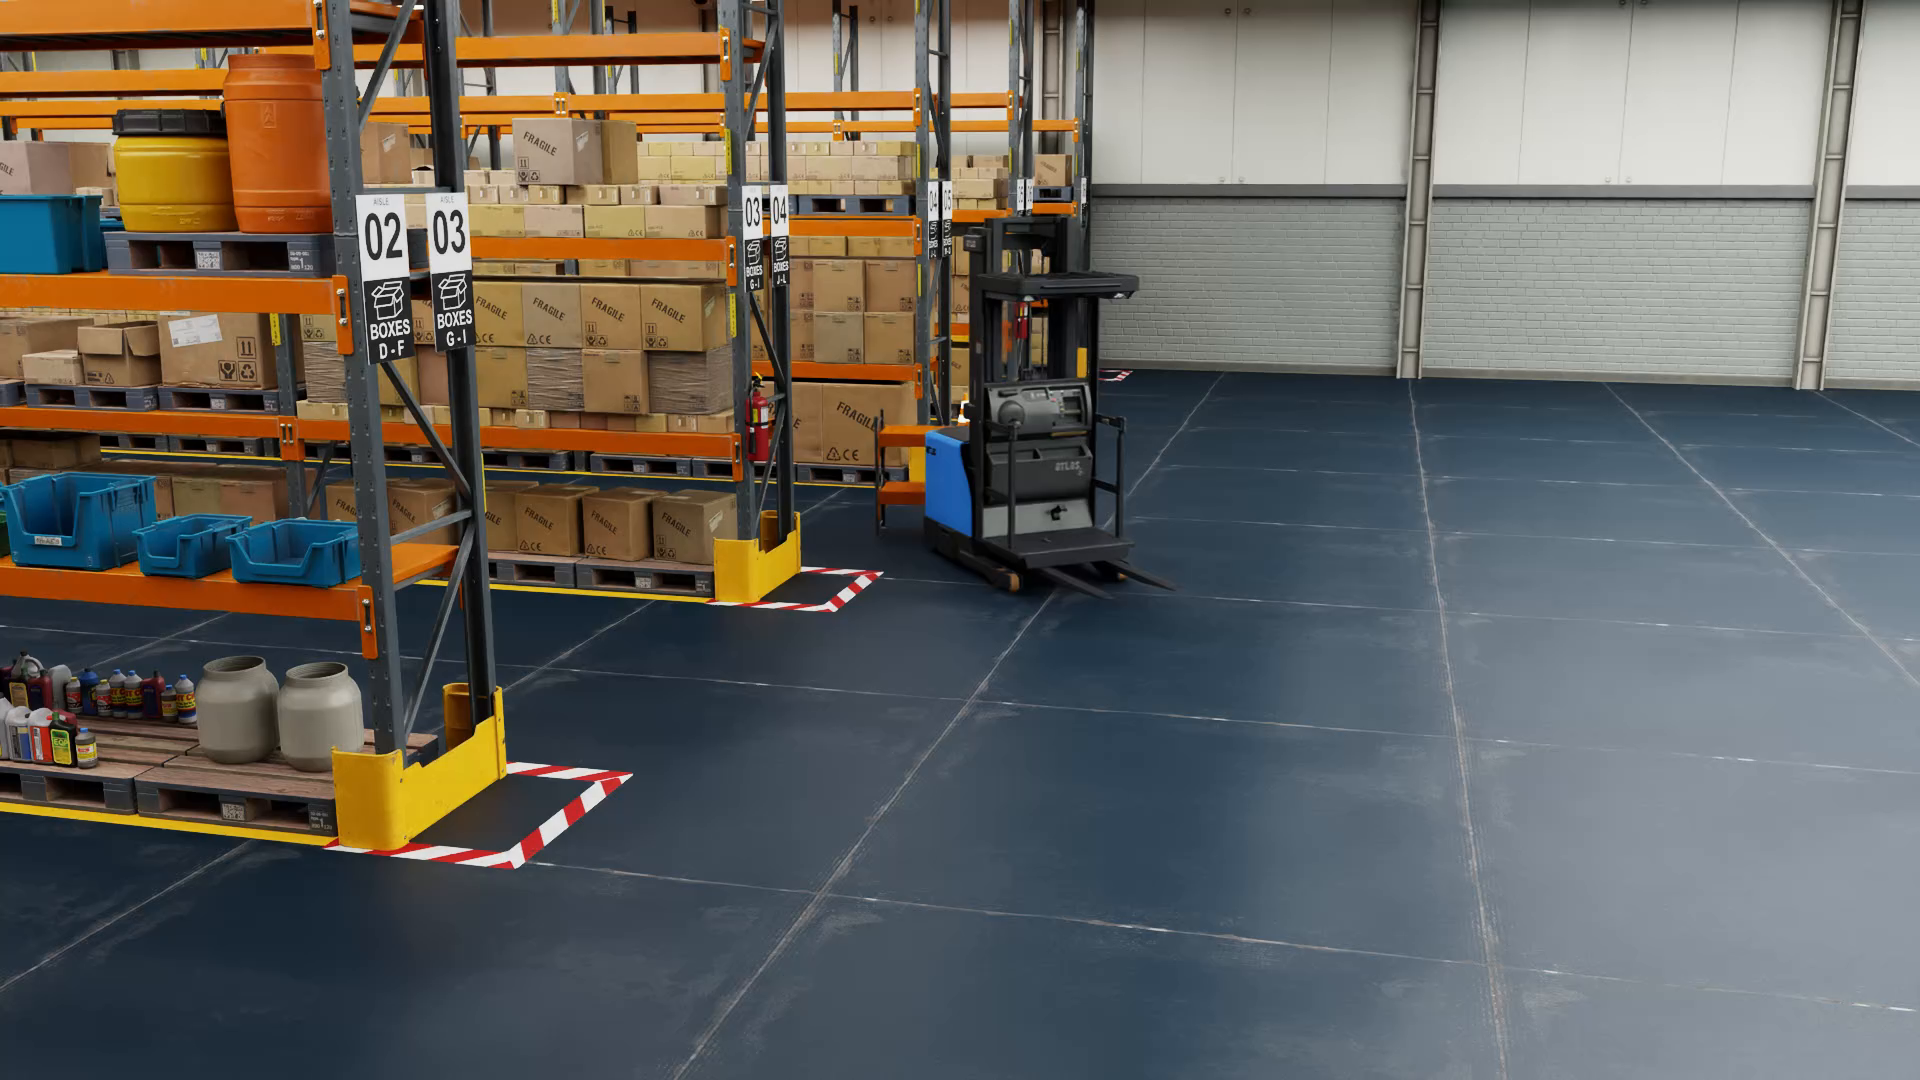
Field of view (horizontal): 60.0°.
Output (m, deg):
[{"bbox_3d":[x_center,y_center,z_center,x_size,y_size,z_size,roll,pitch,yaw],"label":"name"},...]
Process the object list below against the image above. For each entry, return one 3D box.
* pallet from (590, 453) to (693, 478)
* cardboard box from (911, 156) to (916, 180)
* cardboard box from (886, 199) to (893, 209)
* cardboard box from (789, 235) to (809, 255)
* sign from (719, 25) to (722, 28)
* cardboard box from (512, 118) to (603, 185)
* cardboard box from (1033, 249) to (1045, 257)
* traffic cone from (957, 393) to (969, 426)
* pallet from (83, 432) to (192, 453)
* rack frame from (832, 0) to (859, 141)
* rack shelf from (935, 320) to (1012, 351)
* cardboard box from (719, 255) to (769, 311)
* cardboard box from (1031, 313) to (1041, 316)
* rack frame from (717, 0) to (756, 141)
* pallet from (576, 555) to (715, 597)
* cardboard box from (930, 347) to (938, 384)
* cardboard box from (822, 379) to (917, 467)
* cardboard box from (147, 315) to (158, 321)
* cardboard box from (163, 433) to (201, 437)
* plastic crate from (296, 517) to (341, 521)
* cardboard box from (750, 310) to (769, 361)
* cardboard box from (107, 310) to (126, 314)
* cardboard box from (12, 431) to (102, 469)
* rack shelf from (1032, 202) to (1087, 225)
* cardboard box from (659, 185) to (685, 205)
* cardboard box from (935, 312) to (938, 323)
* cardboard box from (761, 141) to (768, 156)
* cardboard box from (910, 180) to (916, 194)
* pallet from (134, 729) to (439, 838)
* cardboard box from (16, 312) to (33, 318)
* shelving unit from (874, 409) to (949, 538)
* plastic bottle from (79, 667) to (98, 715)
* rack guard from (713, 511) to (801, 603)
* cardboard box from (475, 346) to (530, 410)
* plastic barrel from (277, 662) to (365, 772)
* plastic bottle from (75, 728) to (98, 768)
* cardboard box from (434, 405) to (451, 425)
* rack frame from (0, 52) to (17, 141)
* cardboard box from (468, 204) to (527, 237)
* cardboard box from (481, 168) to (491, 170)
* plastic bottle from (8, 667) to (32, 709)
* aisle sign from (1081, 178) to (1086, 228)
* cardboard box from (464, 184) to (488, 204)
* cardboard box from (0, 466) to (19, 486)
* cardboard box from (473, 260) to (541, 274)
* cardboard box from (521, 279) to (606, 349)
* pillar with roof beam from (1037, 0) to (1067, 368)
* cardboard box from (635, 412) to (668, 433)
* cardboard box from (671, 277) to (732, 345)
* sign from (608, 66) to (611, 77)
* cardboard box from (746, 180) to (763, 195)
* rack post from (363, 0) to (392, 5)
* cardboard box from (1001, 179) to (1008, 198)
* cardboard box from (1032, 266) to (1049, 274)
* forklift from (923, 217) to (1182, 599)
[{"bbox_3d":[-3.440,-0.921,18.913,1.213,0.211,1.003,3,13,14],"label":"pallet"},{"bbox_3d":[-0.684,-4.000,17.886,0.500,0.250,0.500,3,13,13],"label":"cardboard box"},{"bbox_3d":[-0.839,-4.550,22.489,0.250,0.149,0.380,3,13,12],"label":"cardboard box"},{"bbox_3d":[-2.206,-3.967,22.978,0.500,0.500,0.700,3,13,14],"label":"cardboard box"},{"bbox_3d":[-3.199,-6.729,22.283,0.005,0.325,0.100,3,13,14],"label":"sign"},{"bbox_3d":[-3.128,-3.022,12.950,0.500,0.500,0.500,3,13,14],"label":"cardboard box"},{"bbox_3d":[1.352,-4.712,27.147,0.250,0.149,0.380,3,13,14],"label":"cardboard box"},{"bbox_3d":[0.085,-1.689,21.795,0.334,0.463,0.336,3,13,14],"label":"traffic cone"},{"bbox_3d":[-9.983,-1.289,20.572,1.213,0.211,1.003,3,13,14],"label":"pallet"},{"bbox_3d":[-1.886,-7.357,27.634,0.127,3.000,1.000,3,13,14],"label":"rack frame"},{"bbox_3d":[-1.130,-2.929,23.188,4.000,0.370,1.077,3,13,14],"label":"rack shelf"},{"bbox_3d":[-2.240,-2.825,18.219,0.500,0.550,0.875,3,13,14],"label":"cardboard box"},{"bbox_3d":[1.090,-3.661,27.897,0.500,0.250,0.500,3,13,14],"label":"cardboard box"},{"bbox_3d":[-3.072,-6.313,22.928,0.127,3.000,1.000,3,13,14],"label":"rack frame"},{"bbox_3d":[-2.417,0.215,13.793,1.213,0.211,1.003,3,13,14],"label":"pallet"},{"bbox_3d":[-0.536,-2.418,22.873,0.500,0.500,0.500,4,13,16],"label":"cardboard box"},{"bbox_3d":[-0.951,-1.319,18.208,0.875,0.875,0.875,3,13,14],"label":"cardboard box"},{"bbox_3d":[-9.364,-2.597,19.641,0.250,0.149,0.380,3,13,13],"label":"cardboard box"},{"bbox_3d":[-9.248,-1.537,20.055,0.500,0.500,0.500,4,13,16],"label":"cardboard box"},{"bbox_3d":[-3.541,-0.036,9.098,0.250,0.136,0.298,3,13,14],"label":"plastic crate"},{"bbox_3d":[-2.225,-2.312,18.397,0.500,0.550,0.875,3,13,14],"label":"cardboard box"},{"bbox_3d":[-9.885,-2.770,19.731,0.250,0.149,0.380,3,13,15],"label":"cardboard box"},{"bbox_3d":[-8.155,-0.815,15.020,0.500,0.250,0.500,5,13,20],"label":"cardboard box"},{"bbox_3d":[0.055,-5.438,27.569,4.000,0.370,1.077,3,13,14],"label":"rack shelf"},{"bbox_3d":[-2.132,-2.665,12.839,0.250,0.149,0.380,3,13,12],"label":"cardboard box"},{"bbox_3d":[-0.376,-3.043,22.620,0.250,0.149,0.380,3,13,15],"label":"cardboard box"},{"bbox_3d":[-1.919,-4.127,17.542,0.250,0.149,0.380,3,13,13],"label":"cardboard box"},{"bbox_3d":[-0.533,-3.811,17.957,0.250,0.149,0.380,3,13,14],"label":"cardboard box"},{"bbox_3d":[-3.622,1.273,9.025,1.213,0.211,1.003,3,13,14],"label":"pallet"},{"bbox_3d":[-11.142,-2.691,20.066,0.250,0.149,0.380,3,13,14],"label":"cardboard box"},{"bbox_3d":[-0.238,-0.614,15.418,1.048,1.125,0.538,1,13,4],"label":"shelving unit"},{"bbox_3d":[-5.062,0.873,9.673,0.097,0.271,0.097,0,13,0],"label":"plastic bottle"},{"bbox_3d":[-1.637,0.124,13.538,0.348,0.500,1.175,3,13,14],"label":"rack guard"},{"bbox_3d":[-3.562,-1.385,13.650,0.500,0.500,0.875,3,13,14],"label":"cardboard box"},{"bbox_3d":[-3.407,0.940,8.860,0.421,0.512,0.421,0,13,0],"label":"plastic barrel"},{"bbox_3d":[-4.638,1.097,8.825,0.097,0.201,0.097,0,13,0],"label":"plastic bottle"},{"bbox_3d":[-4.090,-1.043,13.608,0.250,0.149,0.380,3,13,14],"label":"cardboard box"},{"bbox_3d":[-11.927,-5.682,20.084,0.127,3.000,1.000,3,13,14],"label":"rack frame"},{"bbox_3d":[-3.562,-2.534,13.168,0.500,0.250,0.500,3,13,13],"label":"cardboard box"},{"bbox_3d":[-8.201,-6.424,29.047,0.250,0.149,0.380,3,13,14],"label":"cardboard box"},{"bbox_3d":[-5.439,0.875,9.636,0.133,0.283,0.061,3,13,14],"label":"plastic bottle"},{"bbox_3d":[1.990,-5.425,26.773,0.004,0.787,0.394,3,13,14],"label":"aisle sign"},{"bbox_3d":[-3.930,-2.745,13.196,0.250,0.149,0.380,3,13,12],"label":"cardboard box"},{"bbox_3d":[-8.675,-0.472,15.206,0.500,0.500,0.700,2,13,11],"label":"cardboard box"},{"bbox_3d":[-5.143,-2.926,18.973,0.500,0.500,0.700,3,13,13],"label":"cardboard box"},{"bbox_3d":[-3.128,-1.803,13.223,0.500,0.500,0.500,3,13,14],"label":"cardboard box"},{"bbox_3d":[0.506,-6.470,23.635,0.548,9.000,9.100,3,13,14],"label":"pillar with roof beam"},{"bbox_3d":[-2.387,-0.957,13.216,0.250,0.149,0.380,3,13,14],"label":"cardboard box"},{"bbox_3d":[-2.032,-1.861,13.485,0.500,0.500,0.500,3,13,14],"label":"cardboard box"},{"bbox_3d":[-5.890,-7.945,27.943,0.005,0.325,0.100,3,13,14],"label":"sign"},{"bbox_3d":[-2.161,-3.751,17.687,0.250,0.149,0.380,3,13,14],"label":"cardboard box"},{"bbox_3d":[-3.453,-2.802,8.257,0.954,0.300,0.937,5,13,20],"label":"rack post"},{"bbox_3d":[0.387,-4.795,22.672,0.500,0.250,0.500,3,13,13],"label":"cardboard box"},{"bbox_3d":[1.456,-4.240,27.203,0.500,0.500,0.500,3,13,12],"label":"cardboard box"},{"bbox_3d":[0.747,-1.109,13.481,1.130,2.935,3.031,-6,14,-24],"label":"forklift"}]
